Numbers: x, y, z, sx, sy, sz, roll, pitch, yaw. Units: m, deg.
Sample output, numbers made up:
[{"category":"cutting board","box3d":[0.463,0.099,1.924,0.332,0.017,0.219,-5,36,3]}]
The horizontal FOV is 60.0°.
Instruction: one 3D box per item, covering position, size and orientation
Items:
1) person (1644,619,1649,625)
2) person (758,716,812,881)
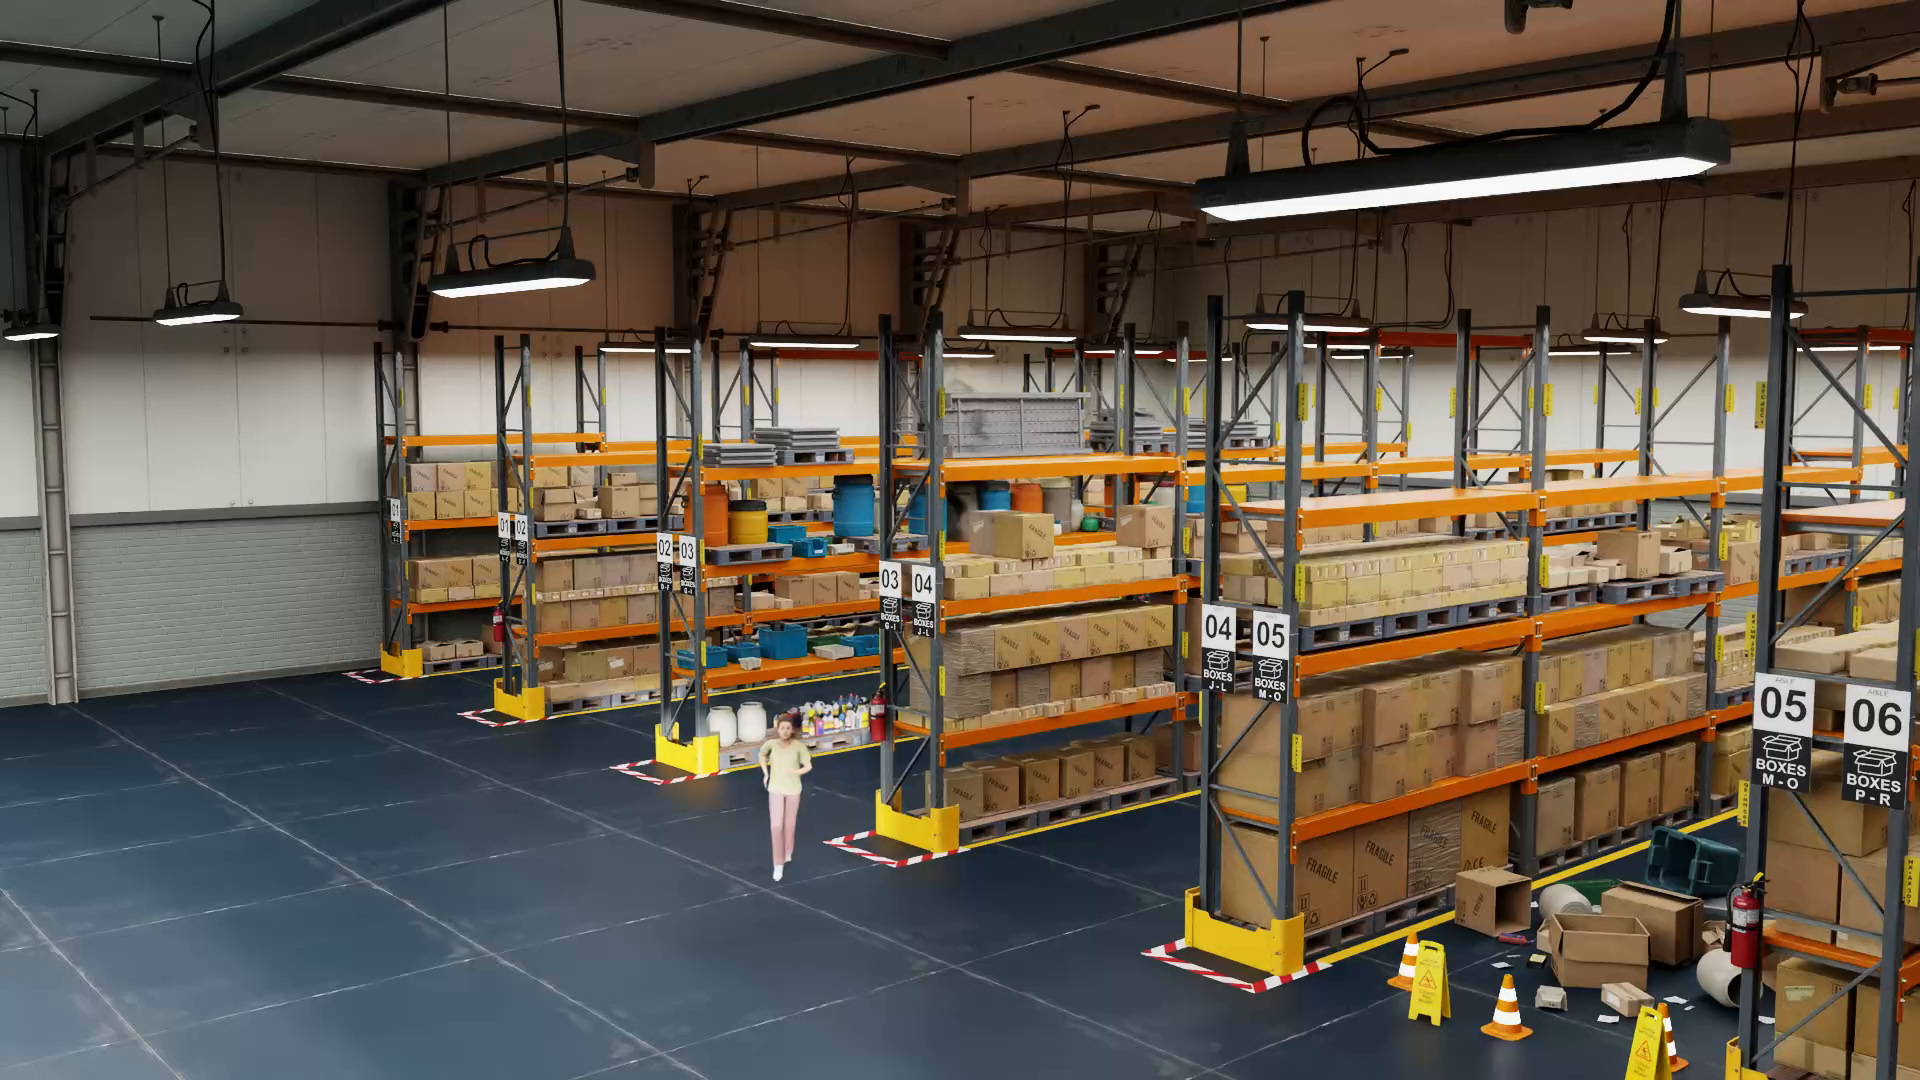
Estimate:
[{"category":"person","box3d":[10.803,2.011,26.295,0.523,1.551,0.574,5,7,43]},{"category":"person","box3d":[-1.866,2.721,17.757,0.574,1.727,0.679,-1,5,-6]}]
